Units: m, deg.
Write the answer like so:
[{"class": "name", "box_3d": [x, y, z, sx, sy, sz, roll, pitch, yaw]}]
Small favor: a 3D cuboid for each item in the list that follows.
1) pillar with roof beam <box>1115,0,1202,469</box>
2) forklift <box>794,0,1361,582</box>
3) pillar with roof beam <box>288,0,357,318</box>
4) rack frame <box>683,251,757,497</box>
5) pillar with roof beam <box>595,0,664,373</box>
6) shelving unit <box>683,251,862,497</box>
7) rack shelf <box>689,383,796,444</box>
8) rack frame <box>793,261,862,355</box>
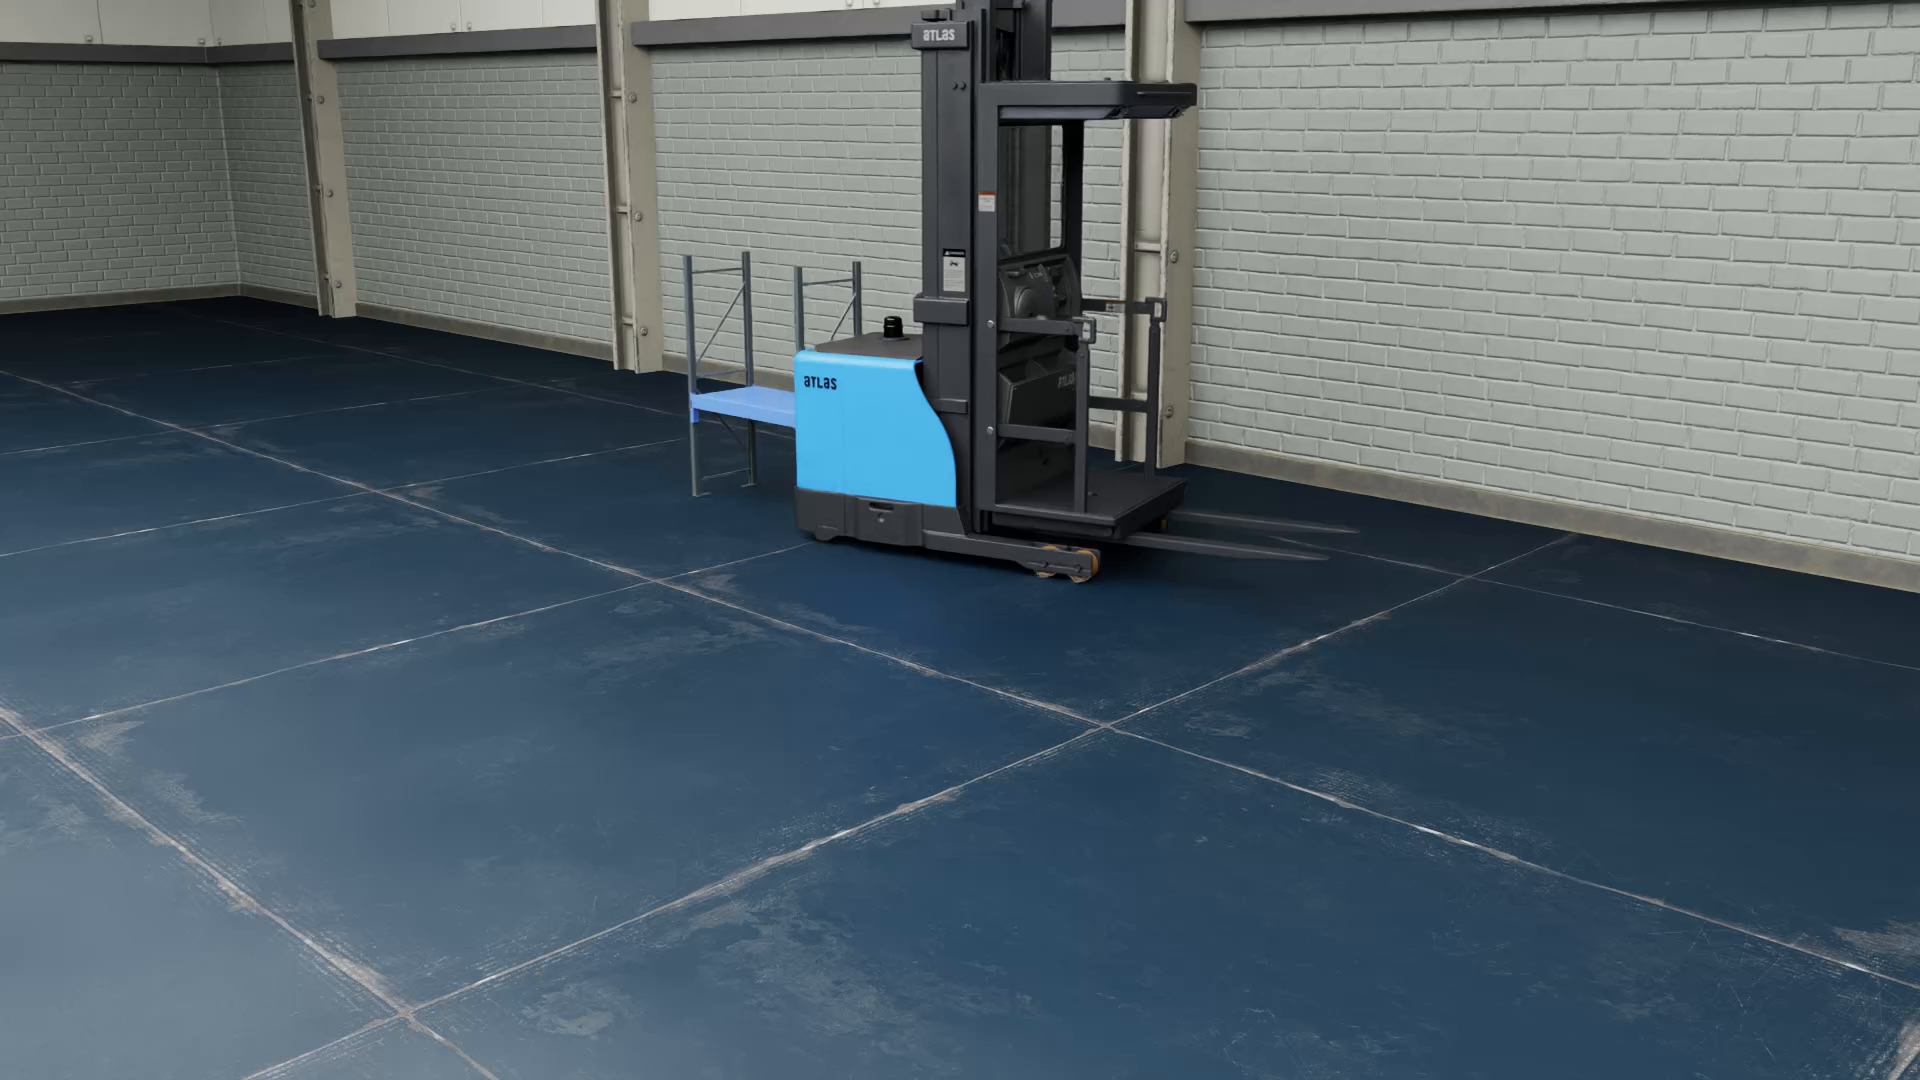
[{"class": "pillar with roof beam", "box_3d": [-1.666, -4.119, 7.393, 0.400, 9.000, 9.100, 14, 20, 42]}, {"class": "forklift", "box_3d": [0.613, -1.353, 8.812, 3.031, 2.935, 1.130, 7, 16, 27]}, {"class": "pillar with roof beam", "box_3d": [-10.304, -6.219, 15.453, 0.400, 9.000, 9.100, 14, 20, 42]}, {"class": "rack frame", "box_3d": [-1.502, -1.043, 10.462, 0.032, 1.500, 0.500, 13, 20, 42]}, {"class": "pillar with roof beam", "box_3d": [-5.985, -5.169, 11.423, 0.400, 9.000, 9.100, 14, 20, 42]}, {"class": "shelving unit", "box_3d": [-1.133, -0.955, 10.124, 1.048, 1.500, 0.538, 13, 20, 42]}, {"class": "rack shelf", "box_3d": [-1.133, -0.781, 10.170, 1.000, 0.185, 0.538, 13, 20, 42]}, {"class": "rack frame", "box_3d": [-0.764, -0.867, 9.786, 0.032, 1.500, 0.500, 13, 20, 42]}]
